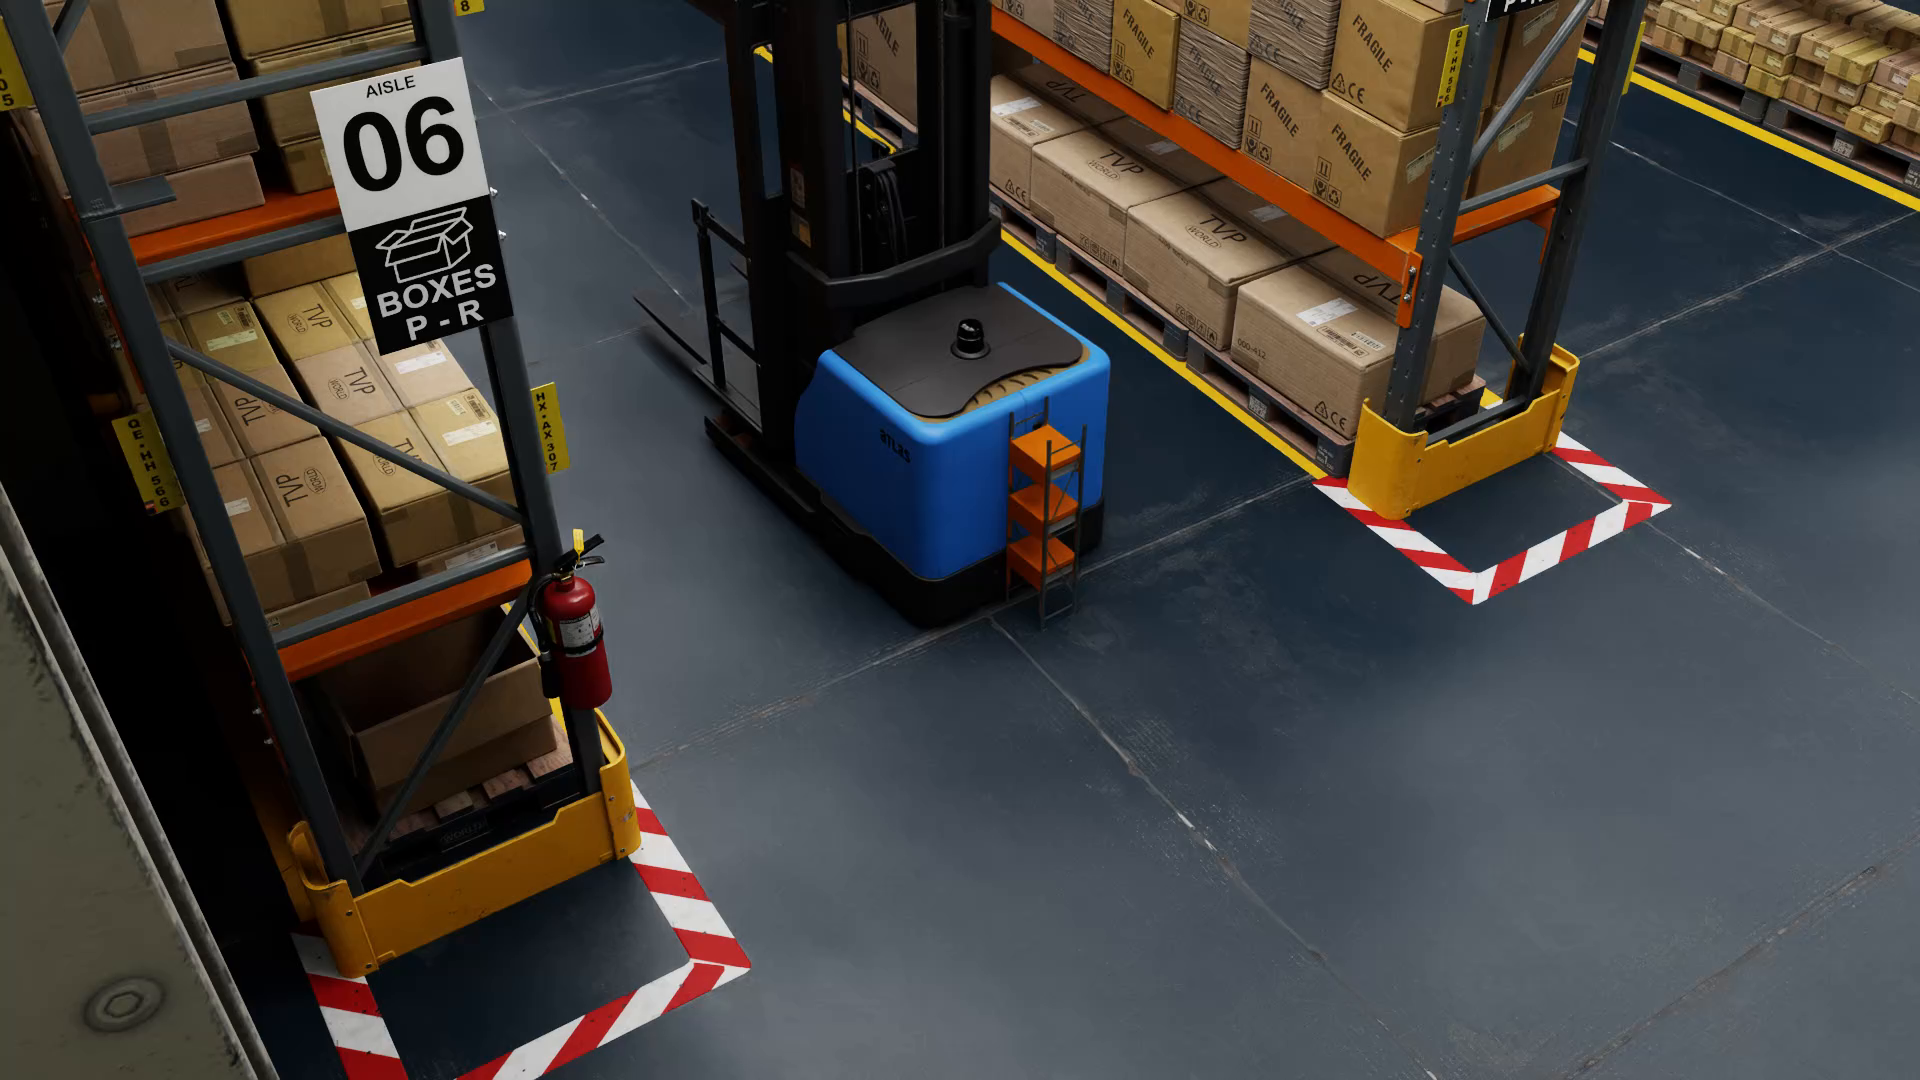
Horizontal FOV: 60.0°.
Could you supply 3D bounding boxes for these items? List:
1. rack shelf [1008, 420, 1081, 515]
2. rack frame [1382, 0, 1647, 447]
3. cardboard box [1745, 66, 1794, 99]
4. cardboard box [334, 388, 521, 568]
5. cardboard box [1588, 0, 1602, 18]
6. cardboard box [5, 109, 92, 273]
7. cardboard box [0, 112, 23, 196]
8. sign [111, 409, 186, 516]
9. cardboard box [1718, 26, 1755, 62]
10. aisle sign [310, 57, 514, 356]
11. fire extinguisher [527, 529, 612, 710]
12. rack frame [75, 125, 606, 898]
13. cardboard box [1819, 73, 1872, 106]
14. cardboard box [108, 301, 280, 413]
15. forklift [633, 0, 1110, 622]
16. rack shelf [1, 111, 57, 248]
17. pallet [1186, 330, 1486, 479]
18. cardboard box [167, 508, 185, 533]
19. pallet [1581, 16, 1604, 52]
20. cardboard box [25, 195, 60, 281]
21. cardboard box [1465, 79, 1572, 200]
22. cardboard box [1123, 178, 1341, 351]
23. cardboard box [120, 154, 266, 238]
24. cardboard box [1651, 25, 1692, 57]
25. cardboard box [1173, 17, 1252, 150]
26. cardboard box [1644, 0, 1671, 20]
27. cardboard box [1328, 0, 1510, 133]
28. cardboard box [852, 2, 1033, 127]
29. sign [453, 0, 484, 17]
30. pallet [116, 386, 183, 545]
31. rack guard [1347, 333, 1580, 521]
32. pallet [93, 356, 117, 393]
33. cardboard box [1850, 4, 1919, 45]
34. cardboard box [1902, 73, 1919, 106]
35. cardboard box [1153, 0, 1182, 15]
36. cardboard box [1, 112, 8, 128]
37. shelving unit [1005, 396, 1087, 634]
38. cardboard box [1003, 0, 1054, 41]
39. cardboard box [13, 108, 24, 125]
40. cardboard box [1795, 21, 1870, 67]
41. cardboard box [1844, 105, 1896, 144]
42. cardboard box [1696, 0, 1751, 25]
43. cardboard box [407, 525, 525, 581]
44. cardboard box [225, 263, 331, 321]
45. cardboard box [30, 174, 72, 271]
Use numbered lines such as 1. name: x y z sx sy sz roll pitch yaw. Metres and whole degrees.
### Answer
1. rack shelf: 0.359 -0.303 6.927 0.215 0.259 0.240 -25 46 -27
2. rack frame: 2.435 -1.535 7.309 1.000 3.000 0.127 -22 45 -24
3. cardboard box: 5.469 -3.093 11.078 0.380 0.149 0.250 -24 46 -26
4. cardboard box: -1.765 -0.218 5.614 0.500 0.250 0.500 -22 45 -24
5. cardboard box: 4.649 -3.951 12.108 0.380 0.149 0.250 -22 45 -25
6. cardboard box: -3.322 -1.432 6.485 0.500 0.500 0.500 -23 45 -26
7. cardboard box: -5.528 -2.462 10.047 0.500 0.500 0.500 -20 44 -22
8. sign: -2.227 -0.210 4.568 0.100 0.325 0.005 -22 45 -24
9. cardboard box: 5.337 -3.360 11.166 0.380 0.149 0.250 -20 44 -22
10. aisle sign: -1.464 -0.887 4.501 0.394 0.787 0.004 -22 45 -24
11. fire extinguisher: -1.279 0.269 5.496 0.296 0.674 0.183 -22 45 -24
12. rack frame: -1.748 0.176 5.256 1.000 3.000 0.127 -22 45 -24
13. cardboard box: 5.749 -2.940 10.662 0.380 0.149 0.250 -24 45 -26
14. cardboard box: -2.758 -0.585 6.055 0.500 0.250 0.500 -21 44 -23
15. forklift: -0.621 -1.661 7.514 1.130 2.935 3.031 -25 46 -27
16. rack shelf: -4.974 -2.786 9.373 1.077 0.370 4.000 -22 45 -24
17. pallet: 1.939 -0.868 8.687 1.003 0.211 1.213 -22 45 -24
18. cardboard box: -2.637 -0.208 5.913 0.380 0.149 0.250 -22 45 -24
19. pallet: 4.794 -4.030 12.483 1.003 0.211 1.213 -22 45 -24
20. cardboard box: -4.672 -1.618 9.034 0.500 0.500 0.500 -24 45 -26
21. cardboard box: 2.419 -1.931 7.707 0.500 0.500 0.500 -23 45 -25
22. cardboard box: 1.497 -1.525 8.970 0.875 0.438 0.875 -21 44 -23
23. cardboard box: -2.115 -0.973 4.488 0.380 0.149 0.250 -21 44 -23
24. cardboard box: 5.060 -3.525 11.596 0.380 0.149 0.250 -23 45 -26
25. cardboard box: 1.411 -2.293 8.141 0.500 0.500 0.500 -21 44 -23
26. cardboard box: 4.973 -3.799 11.693 0.380 0.149 0.250 -20 44 -22
27. cardboard box: 1.975 -2.135 7.171 0.500 0.500 0.500 -21 44 -23
28. cardboard box: -0.117 -3.346 10.814 0.875 0.875 0.875 -21 44 -23
29. sign: -1.291 -1.499 4.240 0.100 0.325 0.005 -22 45 -24
30. pallet: -3.530 -0.541 8.295 1.003 0.211 1.213 -22 45 -24
31. rack guard: 2.448 -0.561 8.094 1.175 0.500 0.348 -22 45 -24
32. pallet: -4.368 -1.338 9.251 1.003 0.211 1.213 -22 45 -24
33. cardboard box: 6.079 -3.380 10.958 0.380 0.149 0.250 -24 46 -26
34. cardboard box: 6.056 -2.786 10.245 0.380 0.149 0.250 -22 44 -24
35. cardboard box: 1.137 -2.948 8.146 0.500 0.500 0.500 -23 45 -25
36. cardboard box: -5.182 -2.364 9.422 0.380 0.149 0.250 -24 45 -26
37. shelving unit: 0.359 -0.093 7.102 0.215 1.050 0.252 -25 46 -27
38. cardboard box: 0.583 -3.116 9.128 0.500 0.500 0.500 -22 45 -24
39. cardboard box: -2.502 -1.452 4.751 0.500 0.250 0.500 -22 44 -24
40. cardboard box: 5.637 -3.199 10.741 0.380 0.149 0.250 -24 45 -26
41. cardboard box: 5.872 -2.675 10.577 0.380 0.149 0.250 -21 44 -23
42. cardboard box: 5.233 -3.637 11.266 0.380 0.149 0.250 -22 45 -24
43. cardboard box: -1.693 0.001 5.663 0.380 0.149 0.250 -23 45 -25
44. cardboard box: -2.604 -1.032 6.590 0.500 0.250 0.500 -23 45 -25
45. cardboard box: -3.585 -1.411 7.046 0.500 0.250 0.500 -23 45 -25
